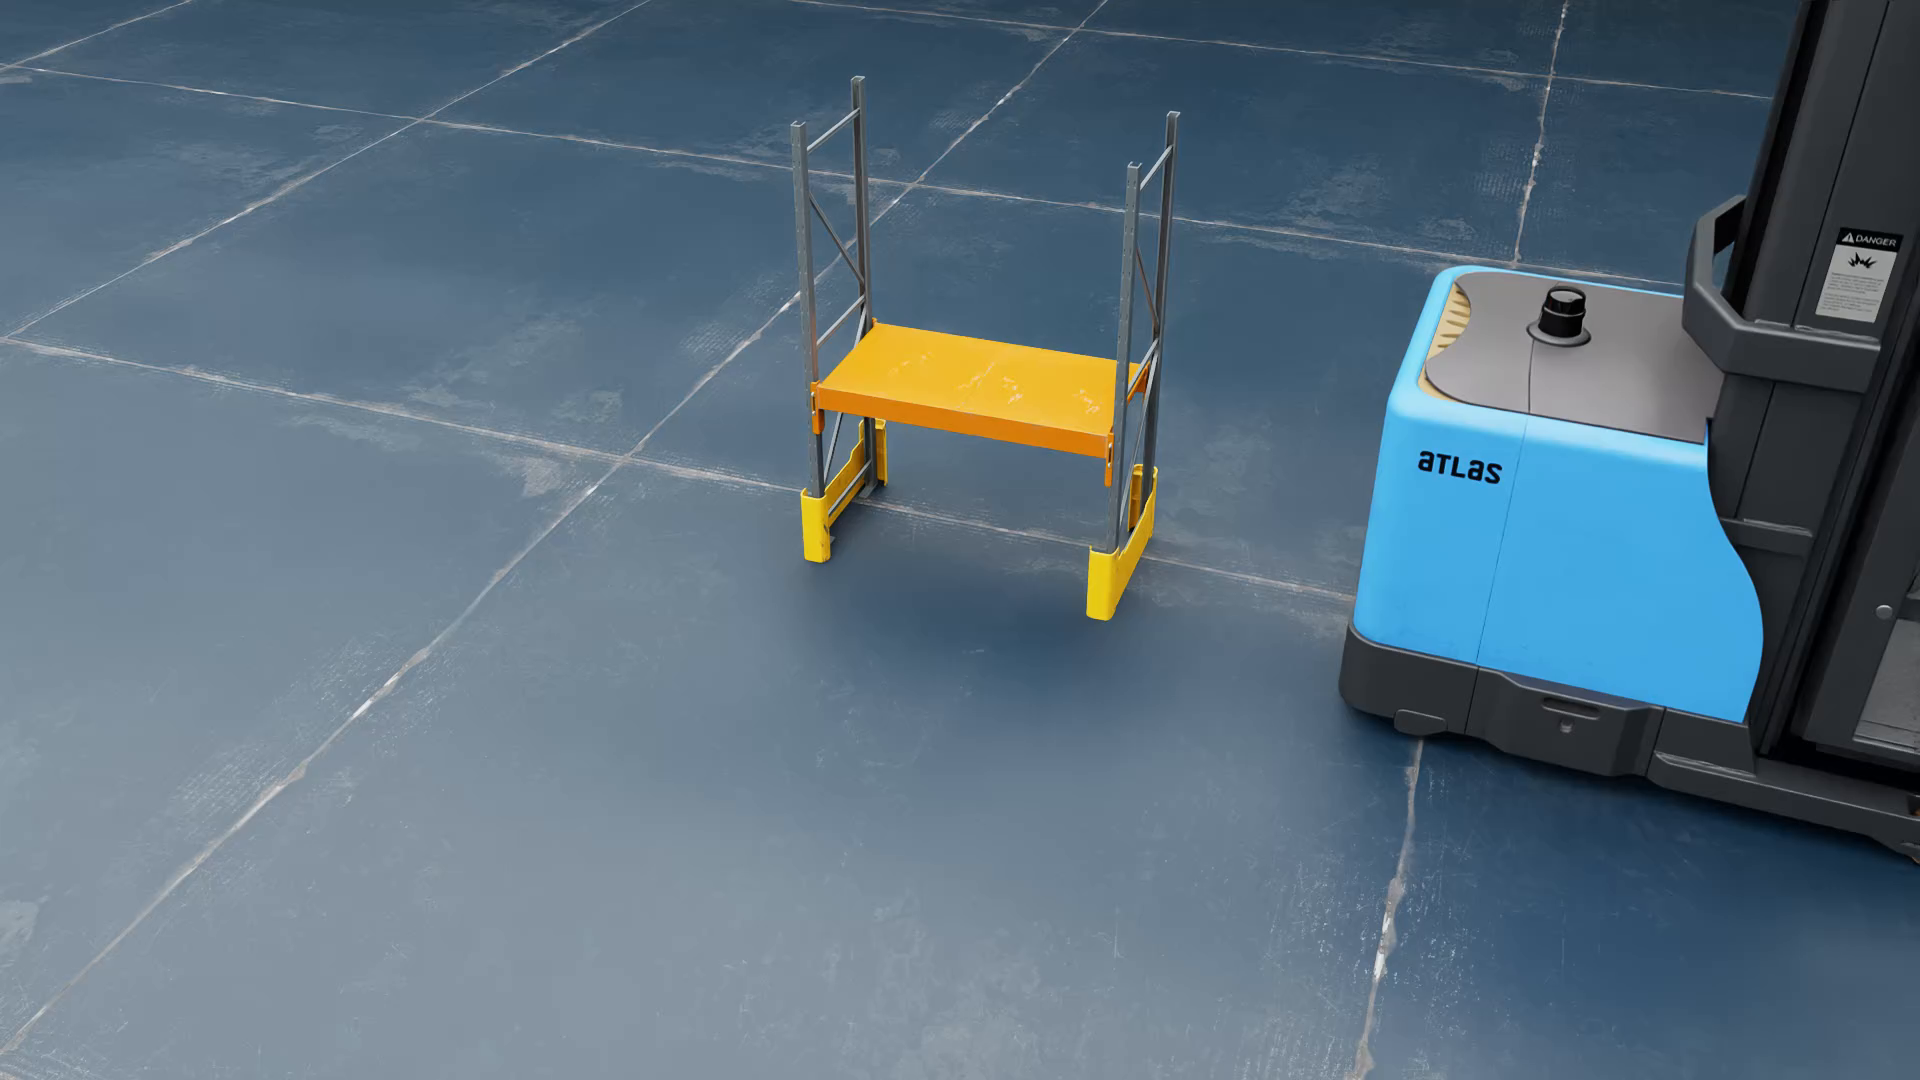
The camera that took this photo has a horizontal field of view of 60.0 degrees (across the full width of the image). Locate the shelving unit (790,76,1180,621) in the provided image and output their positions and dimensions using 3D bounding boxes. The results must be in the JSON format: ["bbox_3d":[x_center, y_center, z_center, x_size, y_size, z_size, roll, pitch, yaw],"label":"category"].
[{"bbox_3d":[0.072,-0.616,5.322,1.083,1.500,0.587,11,34,16],"label":"shelving unit"}]

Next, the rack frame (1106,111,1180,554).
[{"bbox_3d":[0.559,-0.521,5.175,0.032,1.500,0.500,11,34,16],"label":"rack frame"}]

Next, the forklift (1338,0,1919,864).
[{"bbox_3d":[2.690,-0.648,4.051,3.031,2.935,1.130,12,35,18],"label":"forklift"}]

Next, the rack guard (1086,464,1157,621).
[{"bbox_3d":[0.541,0.000,5.519,0.087,0.250,0.587,11,34,16],"label":"rack guard"}]

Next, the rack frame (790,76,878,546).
[{"bbox_3d":[-0.398,-0.707,5.463,0.032,1.500,0.500,11,34,16],"label":"rack frame"}]

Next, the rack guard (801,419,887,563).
[{"bbox_3d":[-0.397,-0.182,5.802,0.087,0.250,0.587,11,34,16],"label":"rack guard"}]

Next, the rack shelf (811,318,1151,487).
[{"bbox_3d":[0.080,-0.463,5.417,1.000,0.185,0.538,11,34,16],"label":"rack shelf"}]
